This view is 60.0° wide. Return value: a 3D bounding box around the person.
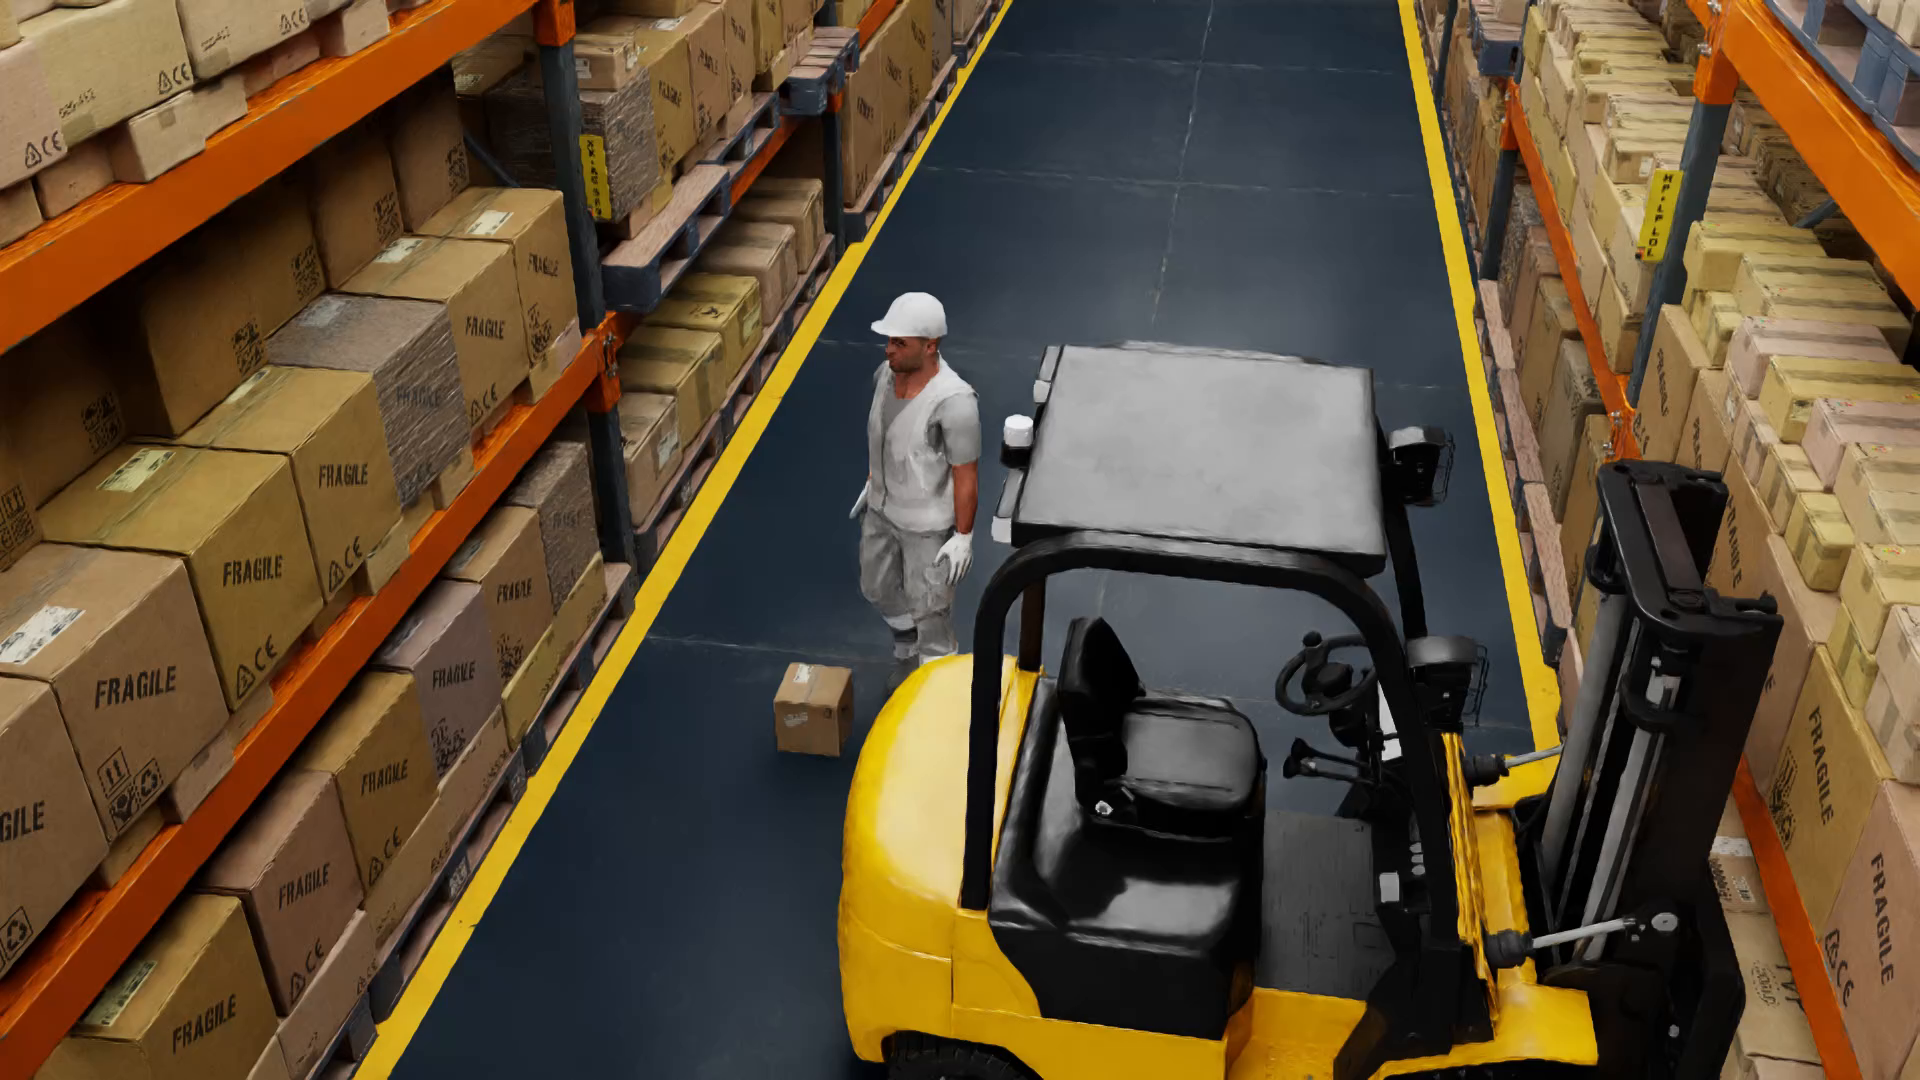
[{"bbox_3d":[-0.164,-0.076,6.230,0.464,1.812,0.579,-22,38,-31],"label":"person"}]
